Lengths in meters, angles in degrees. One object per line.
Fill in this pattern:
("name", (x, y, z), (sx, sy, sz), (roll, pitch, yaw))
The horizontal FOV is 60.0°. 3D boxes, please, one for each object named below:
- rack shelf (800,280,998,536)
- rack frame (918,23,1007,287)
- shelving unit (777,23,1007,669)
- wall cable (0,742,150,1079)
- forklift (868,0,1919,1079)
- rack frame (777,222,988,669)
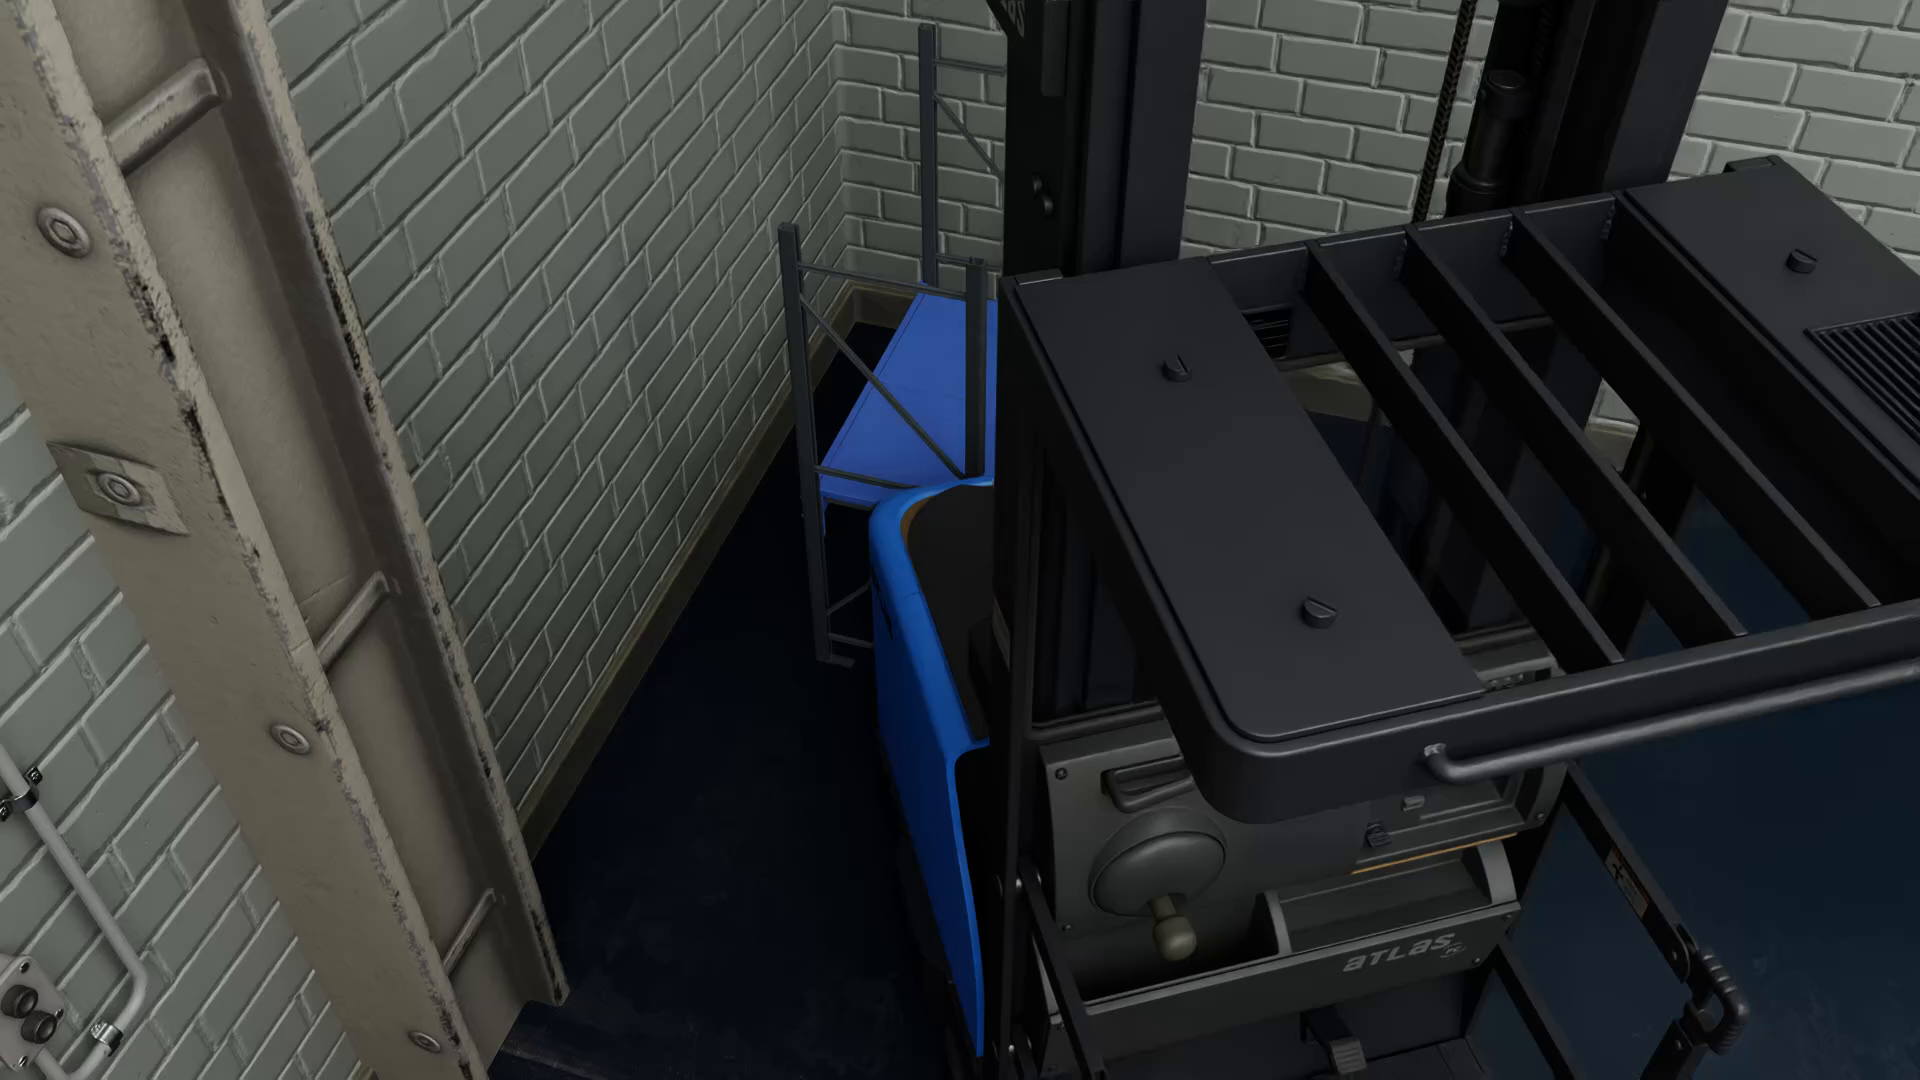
("rack shelf", (-0.026, -0.351, 4.793), (0.538, 0.185, 1.000), (13, 46, 12))
("rack frame", (0.128, -0.818, 5.014), (0.500, 1.500, 0.032), (13, 46, 12))
("shelving unit", (-0.026, -0.479, 4.667), (0.538, 1.500, 1.048), (13, 46, 12))
("wall cable", (-1.675, 0.702, 1.662), (0.084, 1.984, 1.851), (13, 46, 13))
("forklift", (0.649, 0.524, 2.619), (1.130, 2.935, 3.031), (-11, 45, -11))
("rack frame", (-0.180, -0.140, 4.321), (0.500, 1.500, 0.032), (13, 46, 12))
